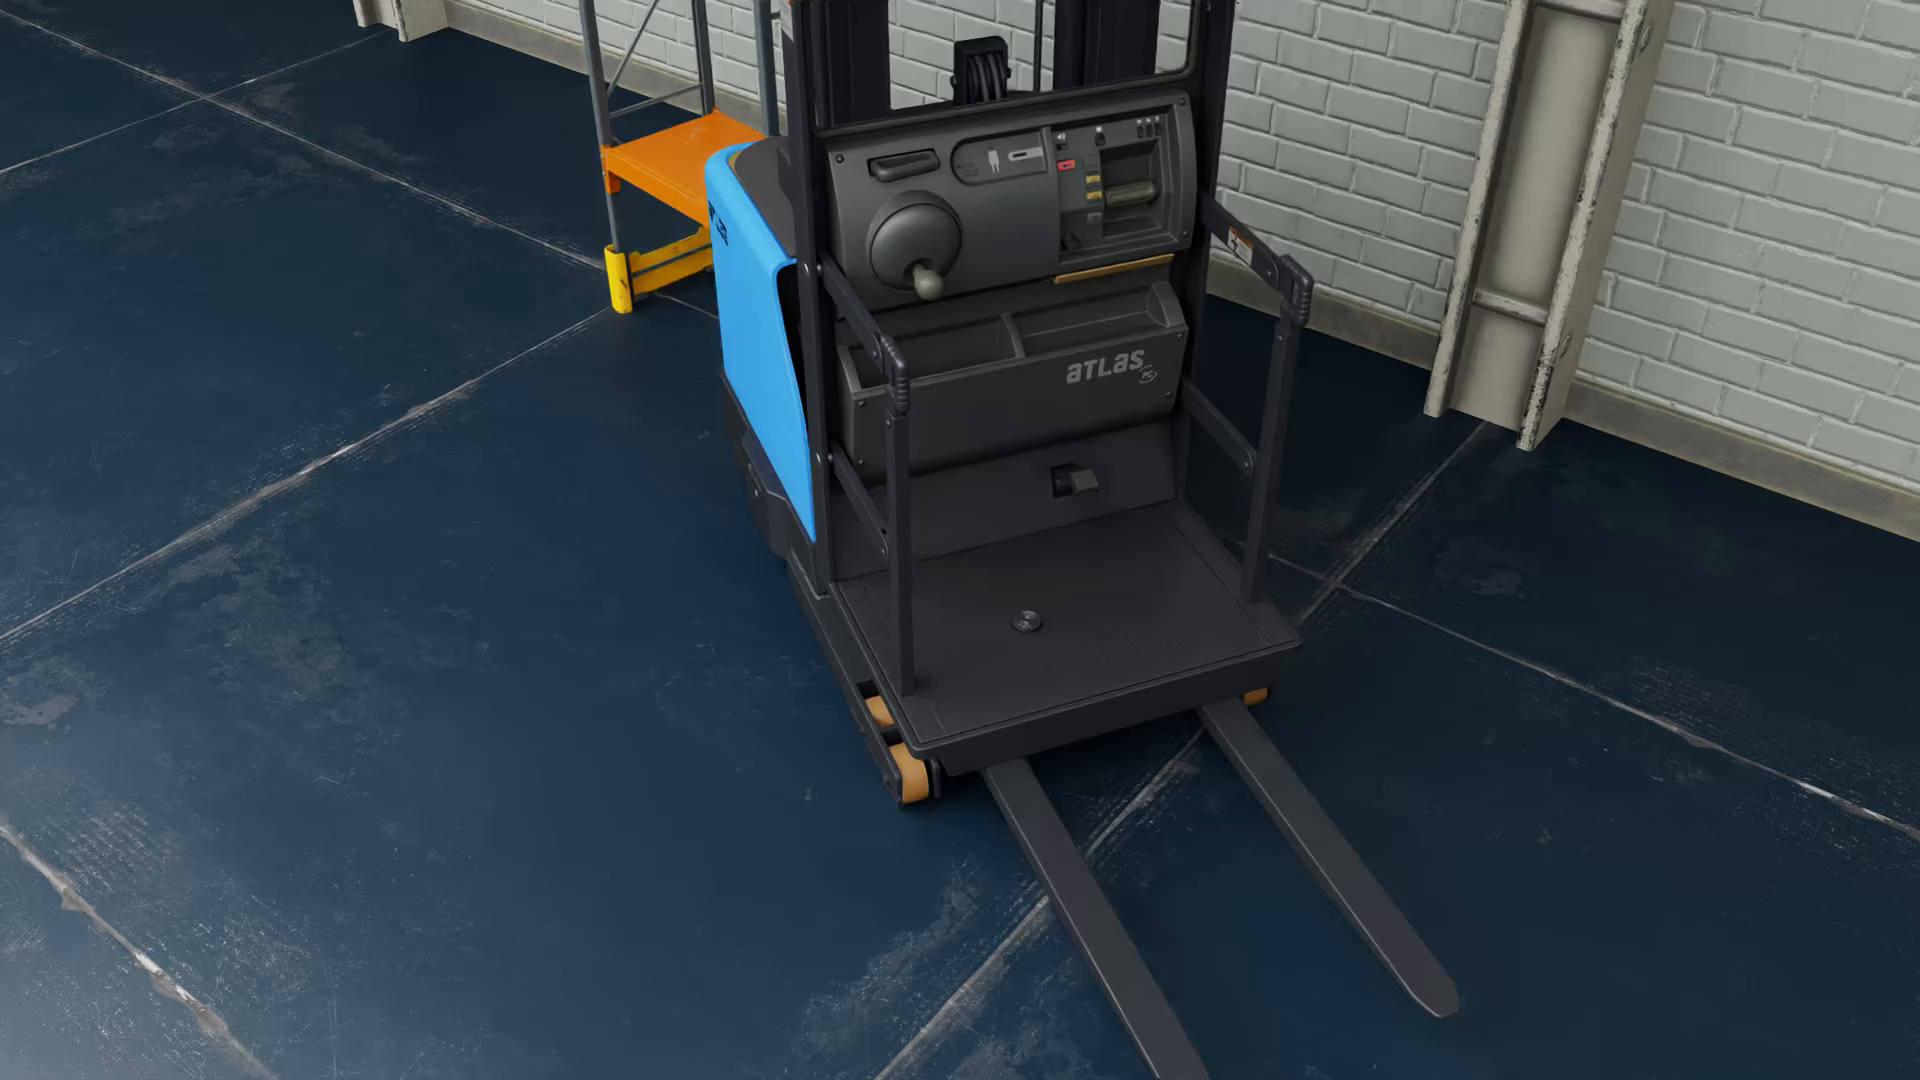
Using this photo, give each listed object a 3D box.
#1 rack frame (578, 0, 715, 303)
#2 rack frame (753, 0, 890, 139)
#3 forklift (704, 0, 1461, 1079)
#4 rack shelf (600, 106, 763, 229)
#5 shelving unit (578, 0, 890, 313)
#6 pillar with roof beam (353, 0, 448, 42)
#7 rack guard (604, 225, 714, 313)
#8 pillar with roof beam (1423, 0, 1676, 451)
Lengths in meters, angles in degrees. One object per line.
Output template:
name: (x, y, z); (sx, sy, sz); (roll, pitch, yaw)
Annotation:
rack frame: (-1.114, -1.603, 6.081); (0.500, 1.500, 0.032); (-30, 47, -32)
rack frame: (-0.422, -1.144, 5.494); (0.500, 1.500, 0.032); (-30, 47, -32)
forklift: (0.222, -0.757, 3.839); (1.130, 2.935, 3.031); (-14, 40, -17)
rack shelf: (-0.768, -1.232, 5.898); (0.538, 0.185, 1.000); (-30, 47, -32)
shelving unit: (-0.762, -1.369, 5.782); (0.587, 1.500, 1.083); (-30, 47, -32)
pillar with roof beam: (-5.512, -4.129, 3.225); (0.400, 9.000, 9.100); (25, 45, 29)
rack guard: (-1.101, -1.102, 6.455); (0.587, 0.250, 0.087); (-30, 47, -32)
pillar with roof beam: (-0.746, -1.882, 0.354); (0.400, 9.000, 9.100); (25, 45, 29)
